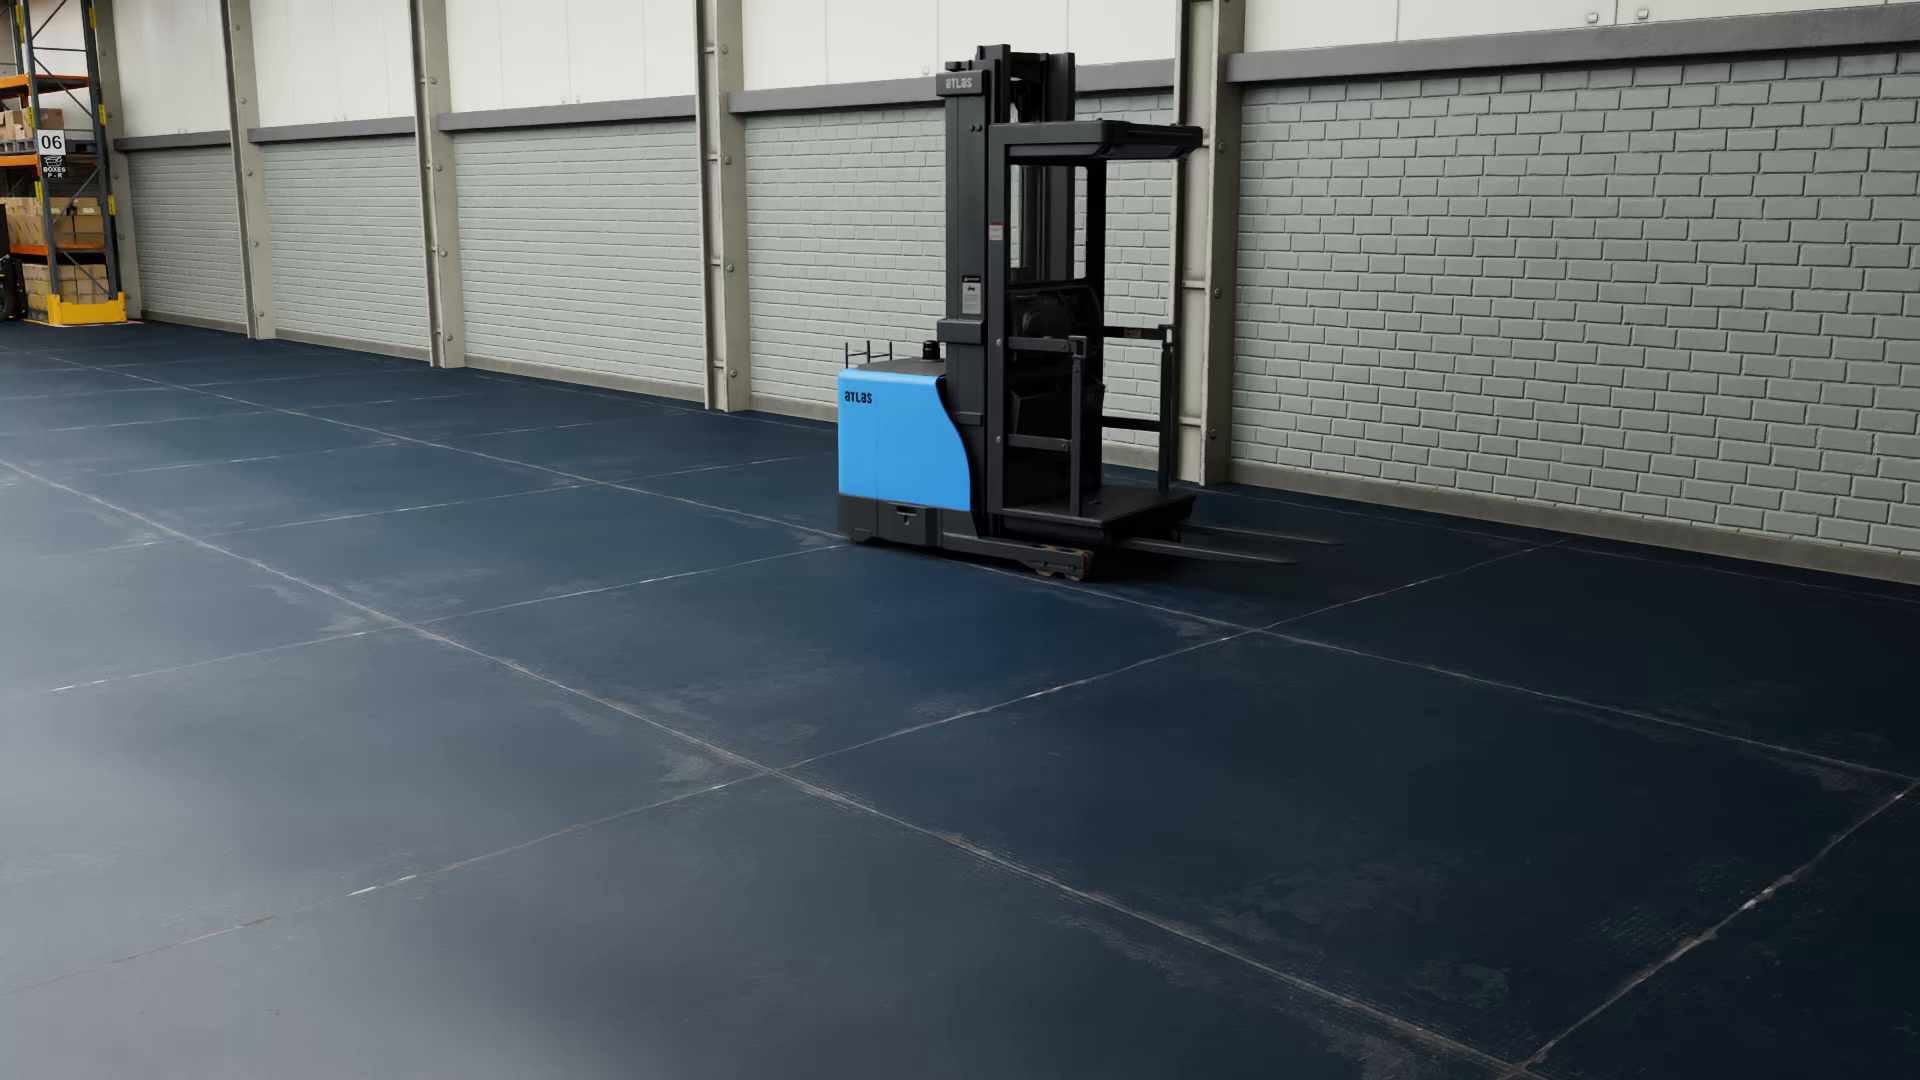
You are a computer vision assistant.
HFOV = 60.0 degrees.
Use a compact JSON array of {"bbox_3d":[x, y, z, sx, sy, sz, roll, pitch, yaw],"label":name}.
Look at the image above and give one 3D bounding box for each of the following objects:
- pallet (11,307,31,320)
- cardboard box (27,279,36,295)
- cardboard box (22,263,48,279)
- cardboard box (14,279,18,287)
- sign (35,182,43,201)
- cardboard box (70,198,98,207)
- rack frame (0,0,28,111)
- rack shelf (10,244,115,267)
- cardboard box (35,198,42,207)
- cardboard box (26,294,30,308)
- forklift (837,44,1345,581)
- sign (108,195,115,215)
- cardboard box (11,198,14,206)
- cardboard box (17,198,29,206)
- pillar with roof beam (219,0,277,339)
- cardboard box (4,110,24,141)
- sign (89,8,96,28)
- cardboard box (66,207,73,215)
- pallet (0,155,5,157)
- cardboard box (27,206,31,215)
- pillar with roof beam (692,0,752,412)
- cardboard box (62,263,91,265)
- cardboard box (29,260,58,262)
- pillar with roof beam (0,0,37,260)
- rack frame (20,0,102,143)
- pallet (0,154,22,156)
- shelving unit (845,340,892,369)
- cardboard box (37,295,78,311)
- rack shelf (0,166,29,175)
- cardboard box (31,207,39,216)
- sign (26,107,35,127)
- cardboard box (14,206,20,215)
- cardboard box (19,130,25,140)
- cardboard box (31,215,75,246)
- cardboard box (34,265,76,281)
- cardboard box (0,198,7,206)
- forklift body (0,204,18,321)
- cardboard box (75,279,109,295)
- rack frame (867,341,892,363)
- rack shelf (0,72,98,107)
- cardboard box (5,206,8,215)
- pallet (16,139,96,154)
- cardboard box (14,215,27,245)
[{"bbox_3d":[-16.345,-4.117,29.871,1.003,0.211,1.213,-11,16,-43],"label":"pallet"},{"bbox_3d":[-15.849,-4.405,28.893,0.500,0.250,0.500,-11,16,-43],"label":"cardboard box"},{"bbox_3d":[-16.205,-4.717,29.170,0.500,0.250,0.500,-11,16,-42],"label":"cardboard box"},{"bbox_3d":[-16.564,-4.551,29.601,0.500,0.250,0.500,-11,16,-43],"label":"cardboard box"},{"bbox_3d":[-15.351,-5.808,27.714,0.100,0.325,0.005,-11,16,-43],"label":"sign"},{"bbox_3d":[-15.026,-5.790,28.489,0.380,0.149,0.250,-11,16,-44],"label":"cardboard box"},{"bbox_3d":[-17.711,-8.721,30.441,1.000,3.000,0.127,-11,16,-43],"label":"rack frame"},{"bbox_3d":[-16.330,-5.138,29.702,1.077,0.370,4.000,-11,16,-43],"label":"rack shelf"},{"bbox_3d":[-15.541,-5.766,28.372,0.380,0.149,0.250,-11,16,-42],"label":"cardboard box"},{"bbox_3d":[-16.177,-4.231,29.286,0.500,0.250,0.500,-11,16,-42],"label":"cardboard box"},{"bbox_3d":[0.725,-1.329,9.598,3.031,2.935,1.130,8,14,35],"label":"forklift"},{"bbox_3d":[-14.543,-5.738,28.488,0.100,0.325,0.005,-11,16,-43],"label":"sign"},{"bbox_3d":[-16.573,-5.996,29.490,0.380,0.149,0.250,-11,16,-42],"label":"cardboard box"},{"bbox_3d":[-16.120,-5.870,28.875,0.380,0.149,0.250,-10,16,-41],"label":"cardboard box"},{"bbox_3d":[-13.748,-6.889,21.548,9.100,9.000,0.400,-11,16,-43],"label":"pillar with roof beam"},{"bbox_3d":[-16.066,-7.166,28.789,0.700,0.500,0.500,-11,16,-42],"label":"cardboard box"},{"bbox_3d":[-14.543,-8.749,27.868,0.100,0.325,0.005,-11,16,-43],"label":"sign"},{"bbox_3d":[-15.212,-5.678,28.684,0.380,0.149,0.250,-11,16,-43],"label":"cardboard box"},{"bbox_3d":[-18.329,-7.285,31.379,1.217,0.209,0.805,11,16,43],"label":"pallet"},{"bbox_3d":[-15.887,-5.694,28.762,0.380,0.149,0.250,-11,16,-43],"label":"cardboard box"},{"bbox_3d":[-5.461,-5.138,13.047,9.100,9.000,0.400,-11,16,-43],"label":"pillar with roof beam"},{"bbox_3d":[-15.491,-4.717,29.167,0.500,0.250,0.500,-11,16,-42],"label":"cardboard box"},{"bbox_3d":[-16.870,-5.015,30.614,0.500,0.250,0.500,-11,16,-43],"label":"cardboard box"},{"bbox_3d":[-22.035,-8.640,30.048,9.100,9.000,0.400,-11,16,-43],"label":"pillar with roof beam"},{"bbox_3d":[-14.949,-8.137,27.607,1.000,3.000,0.127,-11,16,-43],"label":"rack frame"},{"bbox_3d":[-17.103,-7.088,30.165,1.003,0.211,1.213,-11,16,-43],"label":"pallet"},{"bbox_3d":[-0.582,-0.672,10.698,0.189,1.200,0.258,8,14,35],"label":"shelving unit"},{"bbox_3d":[-15.502,-4.082,28.567,0.500,0.250,0.500,-11,16,-42],"label":"cardboard box"},{"bbox_3d":[-19.092,-7.191,32.233,1.077,0.370,4.000,-11,16,-43],"label":"rack shelf"},{"bbox_3d":[-15.589,-5.610,28.354,0.380,0.149,0.250,-11,16,-42],"label":"cardboard box"},{"bbox_3d":[-15.351,-6.989,27.471,0.100,0.325,0.005,-11,16,-43],"label":"sign"},{"bbox_3d":[-16.294,-5.761,29.085,0.380,0.149,0.250,-11,16,-42],"label":"cardboard box"},{"bbox_3d":[-15.740,-6.878,28.264,0.250,0.149,0.380,11,16,44],"label":"cardboard box"},{"bbox_3d":[-15.478,-5.283,28.373,0.500,0.500,0.500,-11,16,-44],"label":"cardboard box"},{"bbox_3d":[-15.492,-4.571,28.462,0.500,0.250,0.500,-10,15,-41],"label":"cardboard box"},{"bbox_3d":[-16.975,-6.060,29.798,0.380,0.149,0.250,-11,16,-43],"label":"cardboard box"},{"bbox_3d":[-17.578,-4.806,28.407,2.313,2.155,1.214,-11,16,-43],"label":"forklift body"},{"bbox_3d":[-15.123,-4.400,28.871,0.500,0.250,0.500,-11,16,-42],"label":"cardboard box"},{"bbox_3d":[-0.508,-0.661,10.645,0.006,1.200,0.240,8,14,35],"label":"rack frame"},{"bbox_3d":[-16.330,-7.881,29.137,1.077,0.370,4.000,-11,16,-43],"label":"rack shelf"},{"bbox_3d":[-16.818,-5.875,29.640,0.250,0.149,0.380,11,16,43],"label":"cardboard box"},{"bbox_3d":[-15.418,-6.732,28.437,1.003,0.211,1.213,-11,16,-43],"label":"pallet"},{"bbox_3d":[-16.184,-5.435,29.110,0.500,0.500,0.500,-11,16,-44],"label":"cardboard box"}]
